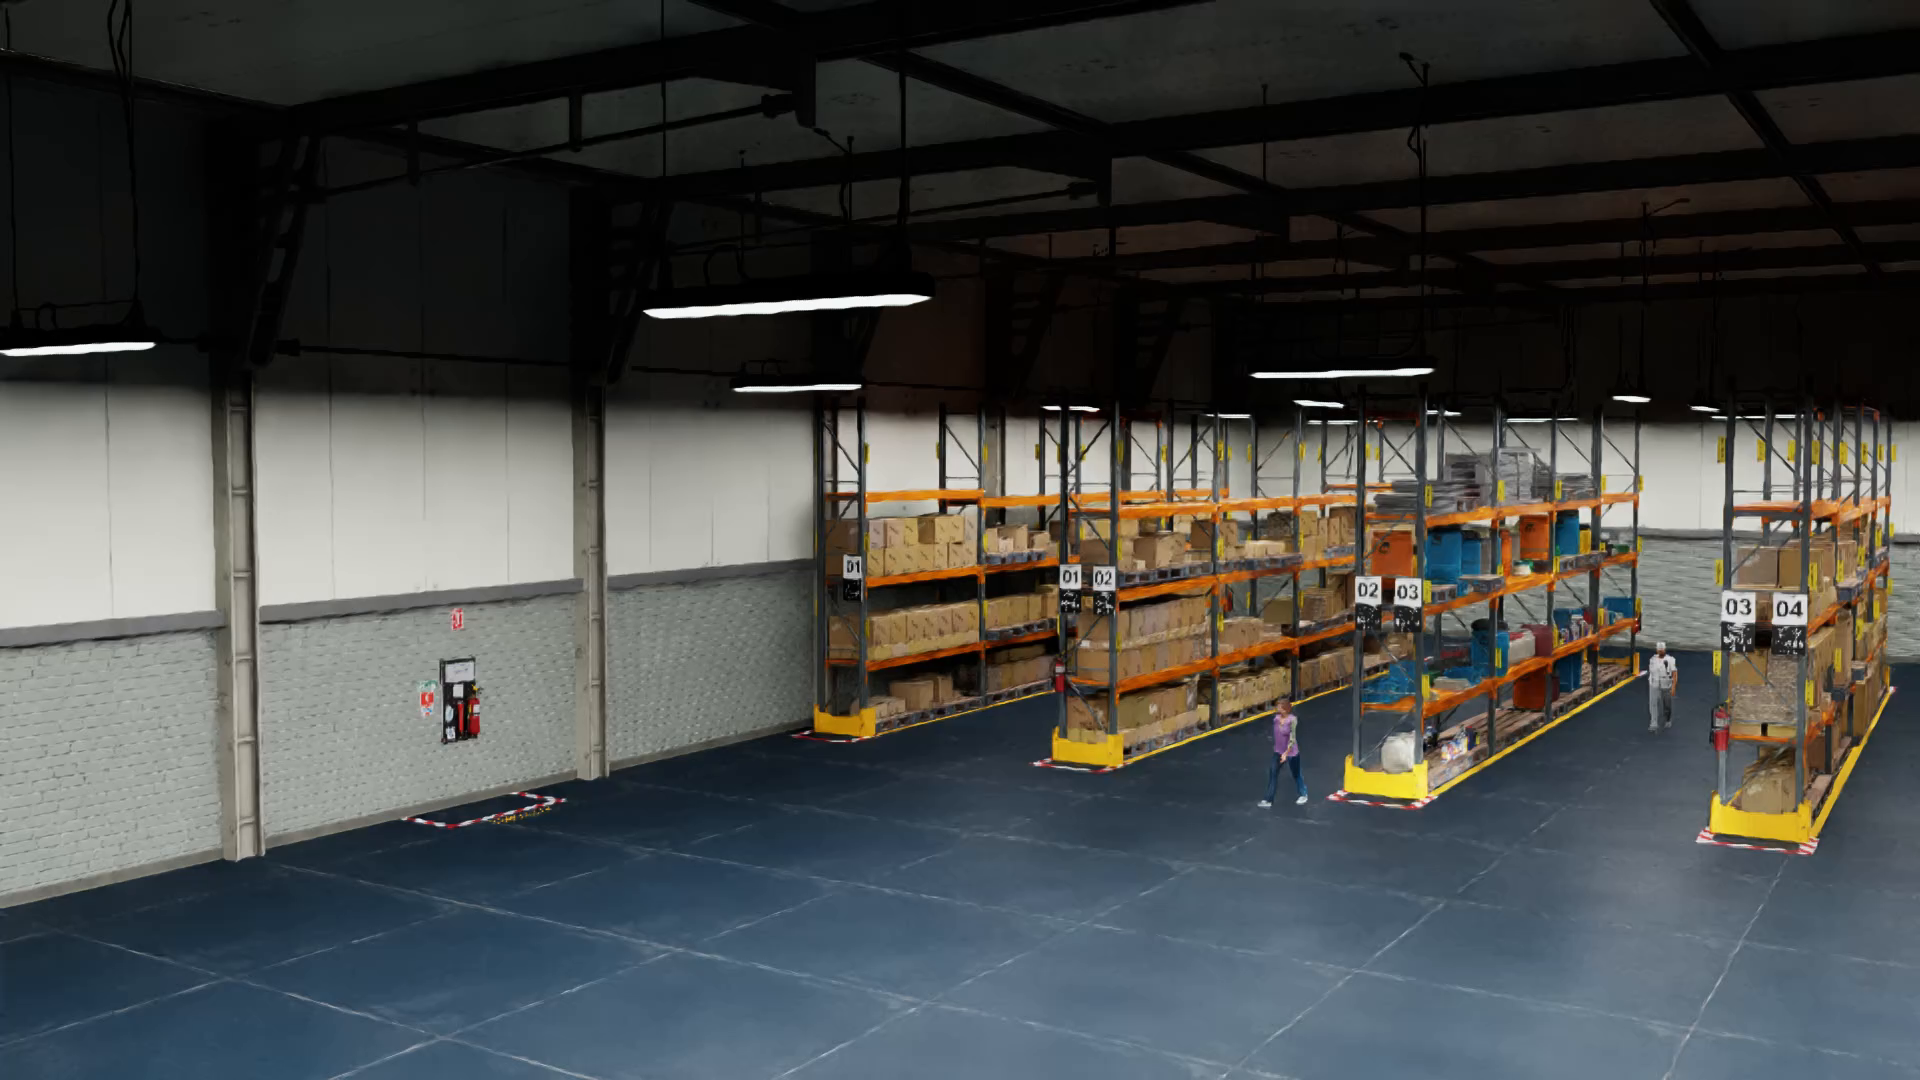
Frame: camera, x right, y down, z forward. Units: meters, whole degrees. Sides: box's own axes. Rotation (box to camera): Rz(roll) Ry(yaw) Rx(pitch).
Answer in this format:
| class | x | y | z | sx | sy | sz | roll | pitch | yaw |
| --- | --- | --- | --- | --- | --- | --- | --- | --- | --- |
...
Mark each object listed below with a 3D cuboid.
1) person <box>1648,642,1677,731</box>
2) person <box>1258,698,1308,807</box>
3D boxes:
| class | x | y | z | sx | sy | sz | roll | pitch | yaw |
| --- | --- | --- | --- | --- | --- | --- | --- | --- | --- |
| person | 12.652 | 2.623 | 29.930 | 0.493 | 1.605 | 0.991 | 2 | 4 | 31 |
| person | 4.592 | 2.986 | 23.445 | 0.410 | 1.529 | 0.958 | 3 | 4 | 42 |
